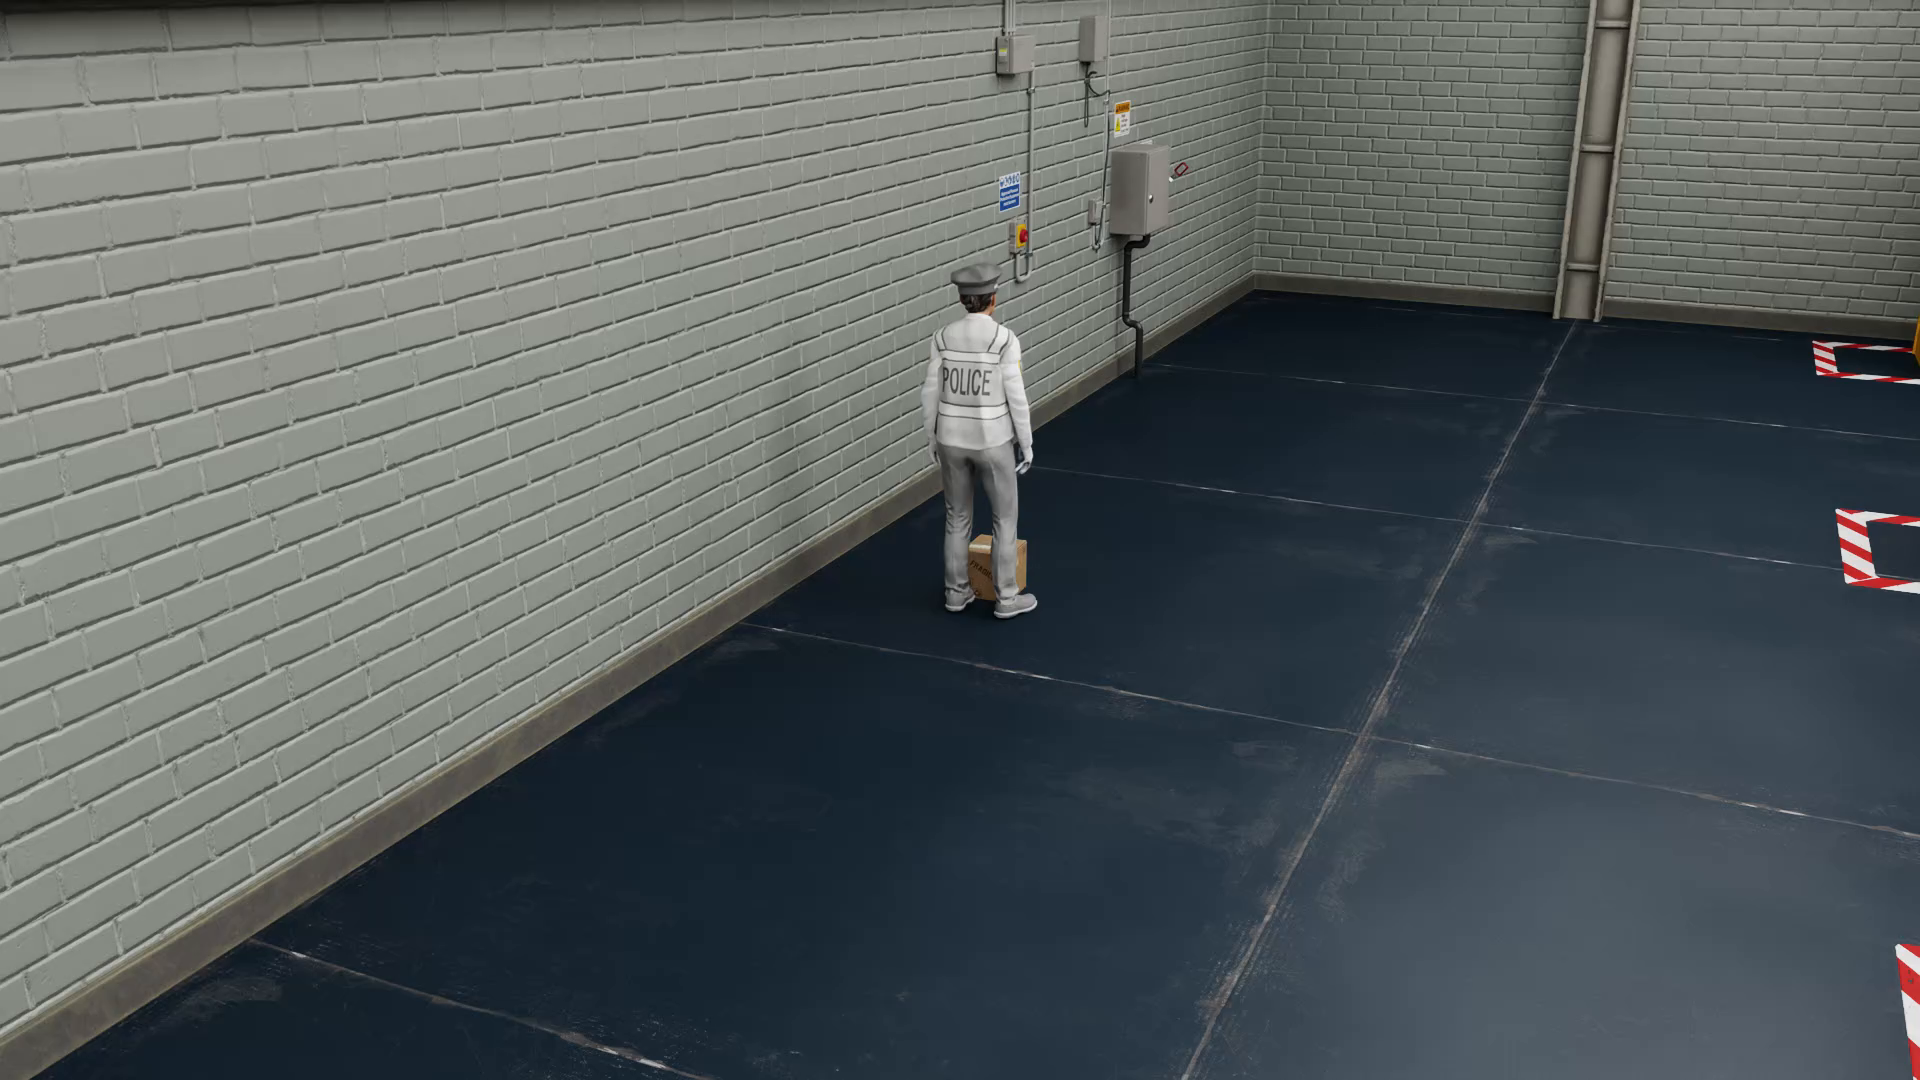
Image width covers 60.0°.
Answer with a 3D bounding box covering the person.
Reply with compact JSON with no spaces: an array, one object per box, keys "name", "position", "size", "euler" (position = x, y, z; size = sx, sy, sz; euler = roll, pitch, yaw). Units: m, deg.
[{"name":"person","position":[0.083,-0.454,7.862],"size":[0.546,1.666,0.371],"euler":[8,21,21]}]
